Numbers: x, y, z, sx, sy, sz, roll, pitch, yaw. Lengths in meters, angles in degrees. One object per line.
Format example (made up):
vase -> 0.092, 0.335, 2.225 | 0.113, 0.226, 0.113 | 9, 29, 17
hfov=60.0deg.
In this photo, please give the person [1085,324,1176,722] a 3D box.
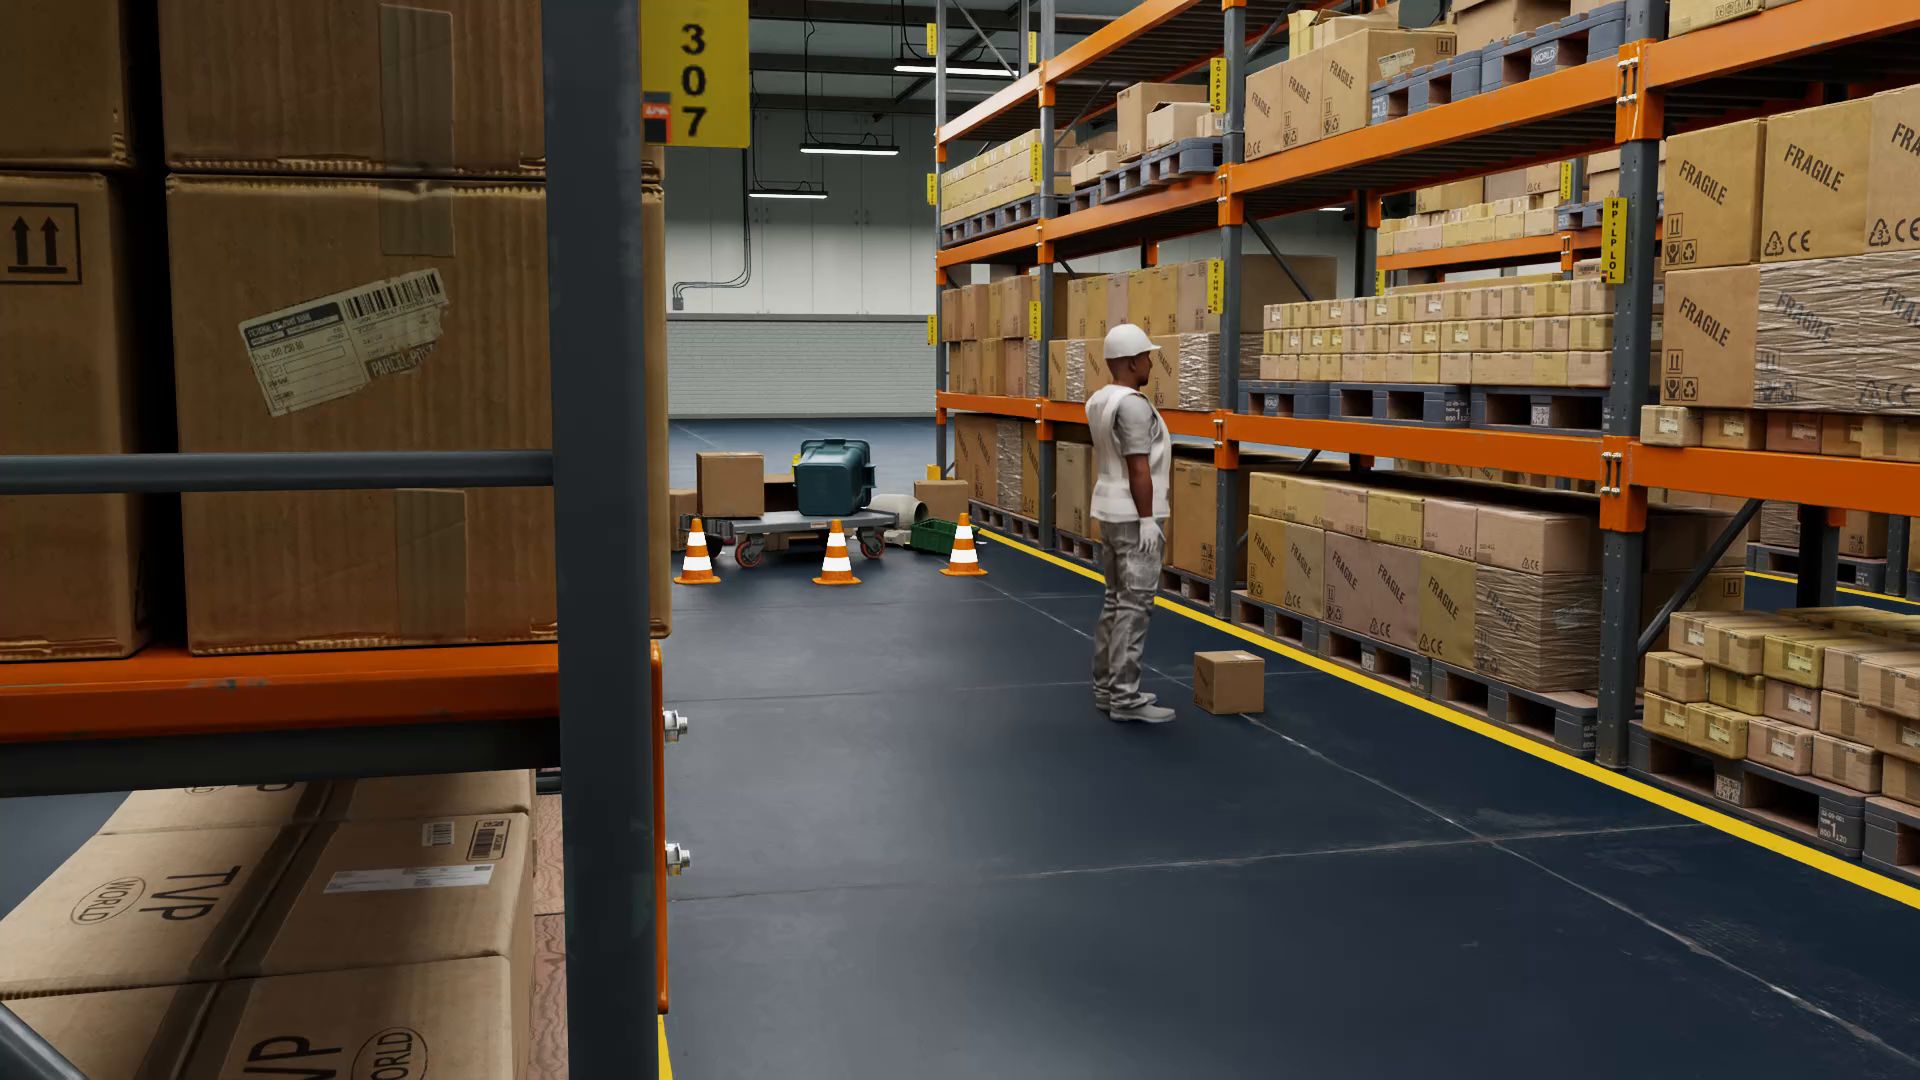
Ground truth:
person -> 0.779, -0.084, 7.610 | 0.358, 1.791, 0.547 | -1, 6, -12
